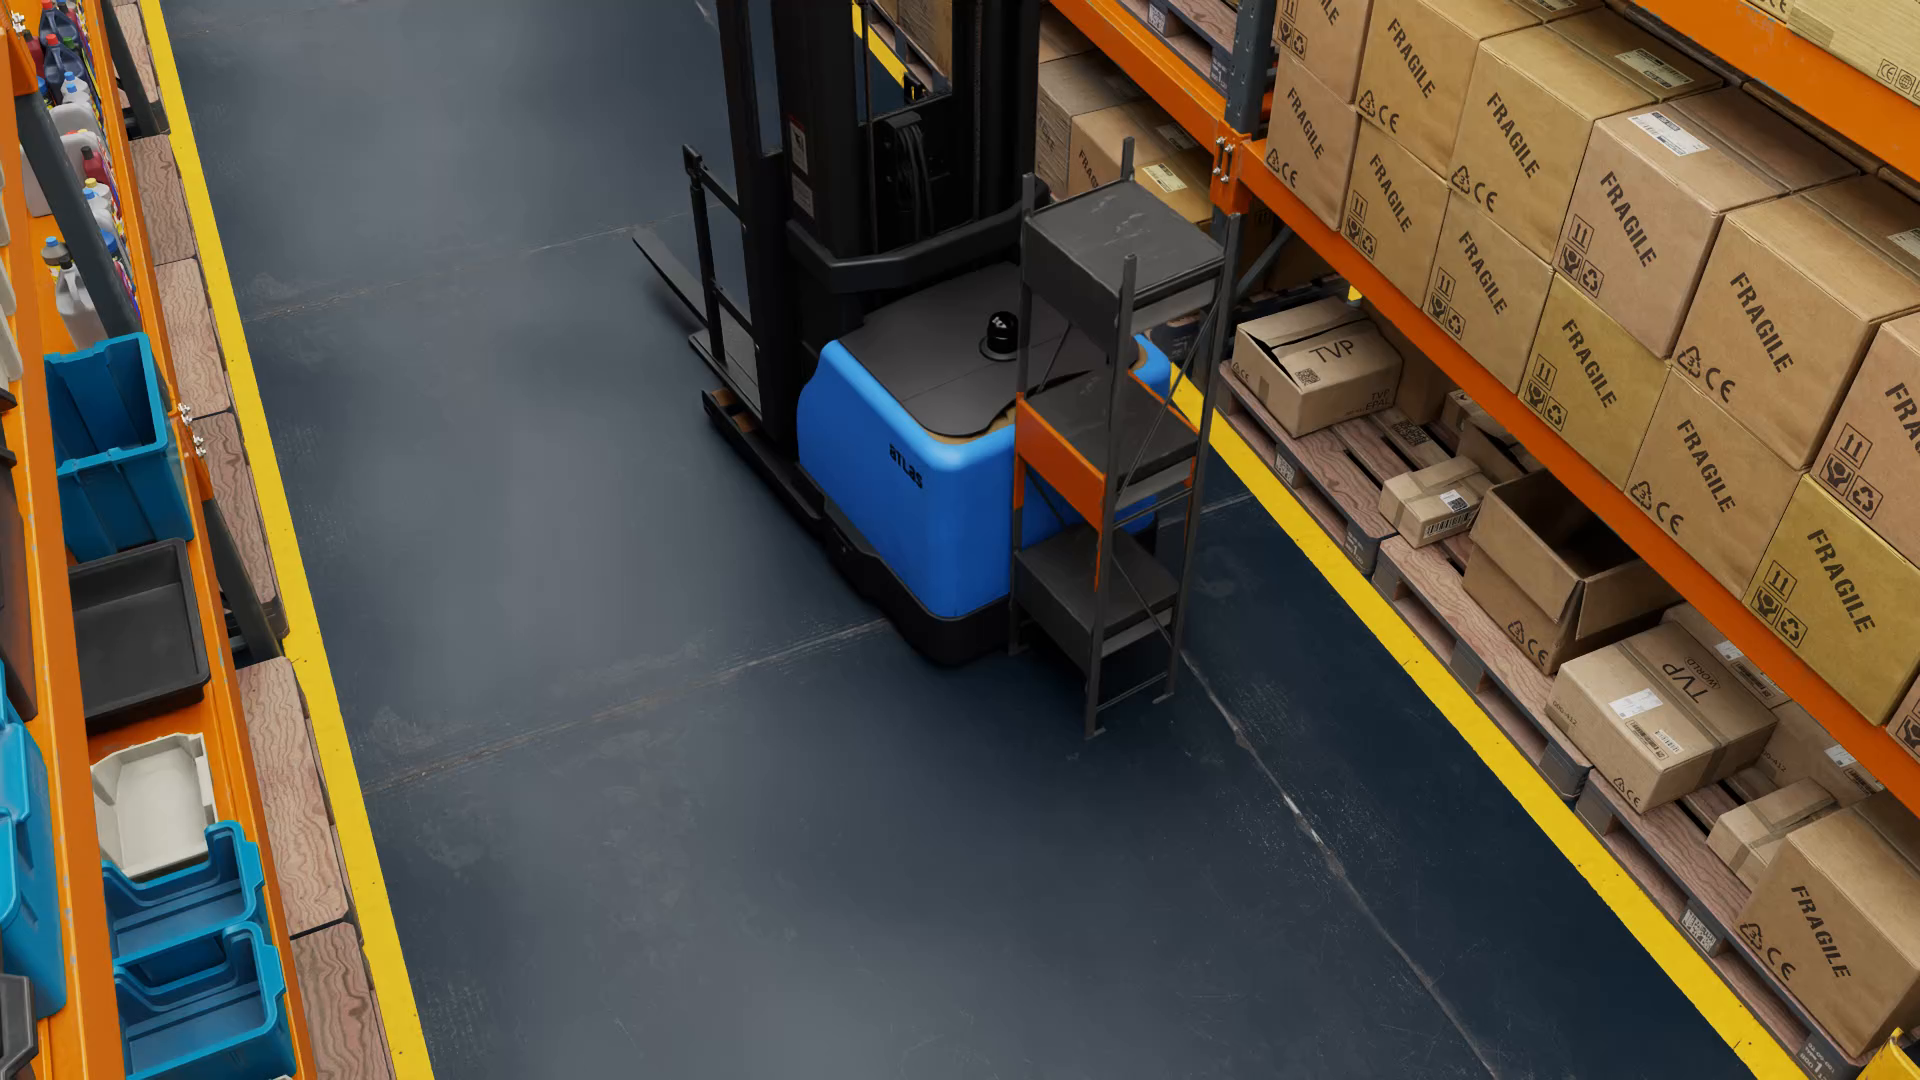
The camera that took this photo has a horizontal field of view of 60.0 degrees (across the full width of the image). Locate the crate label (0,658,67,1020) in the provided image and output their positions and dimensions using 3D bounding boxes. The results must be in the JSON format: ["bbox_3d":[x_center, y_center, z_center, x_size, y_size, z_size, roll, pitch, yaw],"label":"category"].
[{"bbox_3d":[-1.393,0.422,2.157,0.408,0.251,0.502,-18,47,-17],"label":"crate label"}]

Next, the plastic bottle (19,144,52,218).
[{"bbox_3d":[-3.357,-1.337,6.058,0.152,0.276,0.135,-18,47,-17],"label":"plastic bottle"}]

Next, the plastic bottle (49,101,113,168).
[{"bbox_3d":[-3.316,-1.530,6.253,0.152,0.276,0.135,-18,47,-17],"label":"plastic bottle"}]

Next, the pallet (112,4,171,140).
[{"bbox_3d":[-4.953,-2.490,9.123,1.003,0.211,1.213,-18,47,-17],"label":"pallet"}]

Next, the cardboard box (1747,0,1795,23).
[{"bbox_3d":[2.124,-1.564,4.170,0.500,0.250,0.500,-18,47,-17],"label":"cardboard box"}]

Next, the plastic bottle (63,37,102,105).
[{"bbox_3d":[-3.491,-1.873,6.596,0.061,0.283,0.133,-18,47,-17],"label":"plastic bottle"}]

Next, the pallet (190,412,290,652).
[{"bbox_3d":[-3.267,0.060,6.539,1.003,0.211,1.213,-18,47,-17],"label":"pallet"}]

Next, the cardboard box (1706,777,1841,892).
[{"bbox_3d":[2.657,0.954,5.352,0.380,0.166,0.250,-18,47,-17],"label":"cardboard box"}]

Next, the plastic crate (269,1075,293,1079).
[{"bbox_3d":[-1.449,1.277,3.465,0.250,0.136,0.298,-18,47,-17],"label":"plastic crate"}]

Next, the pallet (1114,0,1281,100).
[{"bbox_3d":[1.279,-2.362,7.145,1.003,0.211,1.213,-18,47,-17],"label":"pallet"}]

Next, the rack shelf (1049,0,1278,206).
[{"bbox_3d":[0.675,-2.907,8.073,1.077,0.370,4.000,-18,47,-17],"label":"rack shelf"}]

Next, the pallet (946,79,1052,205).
[{"bbox_3d":[0.622,-2.182,8.811,1.003,0.211,1.213,-18,47,-17],"label":"pallet"}]

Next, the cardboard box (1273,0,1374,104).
[{"bbox_3d":[1.458,-1.897,5.754,0.500,0.500,0.500,-17,47,-16],"label":"cardboard box"}]

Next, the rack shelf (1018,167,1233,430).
[{"bbox_3d":[0.487,-0.731,5.018,0.431,0.518,0.480,-25,50,-23],"label":"rack shelf"}]

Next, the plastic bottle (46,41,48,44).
[{"bbox_3d":[-3.546,-1.855,6.578,0.061,0.283,0.133,-18,47,-17],"label":"plastic bottle"}]

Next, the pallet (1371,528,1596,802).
[{"bbox_3d":[2.320,0.320,6.275,1.003,0.211,1.213,-18,47,-17],"label":"pallet"}]

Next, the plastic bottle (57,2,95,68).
[{"bbox_3d":[-3.624,-2.076,6.801,0.061,0.283,0.133,-18,47,-17],"label":"plastic bottle"}]

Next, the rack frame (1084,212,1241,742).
[{"bbox_3d":[0.621,-0.099,5.355,0.400,2.100,0.015,-25,50,-23],"label":"rack frame"}]

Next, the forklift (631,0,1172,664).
[{"bbox_3d":[-0.459,-1.592,6.277,1.130,2.935,3.031,-25,50,-23],"label":"forklift"}]

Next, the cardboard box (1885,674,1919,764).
[{"bbox_3d":[2.762,0.419,4.118,0.500,0.500,0.500,-17,47,-16],"label":"cardboard box"}]

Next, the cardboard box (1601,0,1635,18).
[{"bbox_3d":[2.181,-1.709,5.563,0.500,0.500,0.500,-19,48,-18],"label":"cardboard box"}]

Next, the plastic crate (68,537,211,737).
[{"bbox_3d":[-2.266,0.282,4.482,0.437,0.125,0.590,-18,47,-17],"label":"plastic crate"}]

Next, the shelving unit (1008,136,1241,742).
[{"bbox_3d":[0.487,-0.242,5.500,0.431,2.100,0.503,-25,50,-23],"label":"shelving unit"}]

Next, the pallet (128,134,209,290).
[{"bbox_3d":[-4.293,-1.495,8.115,1.003,0.211,1.213,-18,47,-17],"label":"pallet"}]

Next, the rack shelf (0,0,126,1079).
[{"bbox_3d":[-2.139,0.034,2.956,1.077,0.370,4.000,-18,47,-17],"label":"rack shelf"}]

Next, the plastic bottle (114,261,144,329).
[{"bbox_3d":[-2.804,-0.832,5.540,0.061,0.283,0.133,-18,47,-17],"label":"plastic bottle"}]

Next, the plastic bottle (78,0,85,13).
[{"bbox_3d":[-3.853,-2.363,7.151,0.097,0.201,0.097,0,45,0],"label":"plastic bottle"}]

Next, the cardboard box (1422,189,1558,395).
[{"bbox_3d":[1.909,-0.874,5.429,0.500,0.500,0.500,-18,47,-18],"label":"cardboard box"}]

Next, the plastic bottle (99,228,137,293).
[{"bbox_3d":[-2.910,-0.958,5.676,0.097,0.271,0.097,0,45,0],"label":"plastic bottle"}]

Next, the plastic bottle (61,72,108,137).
[{"bbox_3d":[-3.381,-1.672,6.401,0.097,0.271,0.097,0,45,0],"label":"plastic bottle"}]

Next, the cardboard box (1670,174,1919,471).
[{"bbox_3d":[2.325,-0.585,4.424,0.500,0.500,0.500,-17,47,-16],"label":"cardboard box"}]

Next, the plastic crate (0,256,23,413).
[{"bbox_3d":[-1.950,-0.409,2.977,0.437,0.282,0.530,-18,47,-17],"label":"plastic crate"}]

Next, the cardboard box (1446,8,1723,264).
[{"bbox_3d":[1.891,-1.241,5.089,0.500,0.500,0.500,-19,48,-19],"label":"cardboard box"}]

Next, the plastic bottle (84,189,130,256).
[{"bbox_3d":[-3.007,-1.105,5.826,0.097,0.271,0.097,0,45,0],"label":"plastic bottle"}]

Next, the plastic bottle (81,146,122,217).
[{"bbox_3d":[-3.121,-1.313,6.028,0.061,0.283,0.133,-18,47,-17],"label":"plastic bottle"}]

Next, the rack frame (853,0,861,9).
[{"bbox_3d":[-0.166,-4.438,9.112,1.000,3.000,0.127,-18,47,-17],"label":"rack frame"}]

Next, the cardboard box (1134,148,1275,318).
[{"bbox_3d":[1.048,-1.386,7.485,0.500,0.500,0.500,-18,47,-18],"label":"cardboard box"}]

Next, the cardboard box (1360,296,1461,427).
[{"bbox_3d":[2.012,-0.877,6.969,0.500,0.500,0.500,-18,47,-17],"label":"cardboard box"}]

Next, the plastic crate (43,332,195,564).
[{"bbox_3d":[-2.475,-0.247,4.834,0.392,0.384,0.575,-18,47,-17],"label":"plastic crate"}]

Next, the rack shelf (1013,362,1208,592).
[{"bbox_3d":[0.487,-0.232,5.510,0.431,0.518,0.480,-25,50,-23],"label":"rack shelf"}]

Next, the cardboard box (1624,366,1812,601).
[{"bbox_3d":[2.336,-0.230,4.776,0.500,0.500,0.500,-18,47,-17],"label":"cardboard box"}]

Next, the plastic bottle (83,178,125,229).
[{"bbox_3d":[-3.089,-1.205,5.977,0.097,0.201,0.097,0,45,0],"label":"plastic bottle"}]

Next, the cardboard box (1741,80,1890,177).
[{"bbox_3d":[2.603,-1.067,4.912,0.500,0.500,0.500,-18,48,-18],"label":"cardboard box"}]

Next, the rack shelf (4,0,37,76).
[{"bbox_3d":[-3.821,-2.515,5.539,1.077,0.370,4.000,-18,47,-17],"label":"rack shelf"}]

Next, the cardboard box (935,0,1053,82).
[{"bbox_3d":[0.197,-2.677,8.794,0.500,0.500,0.500,-19,48,-18],"label":"cardboard box"}]

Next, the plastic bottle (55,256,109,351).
[{"bbox_3d":[-2.851,-0.757,5.416,0.144,0.351,0.185,-18,47,-17],"label":"plastic bottle"}]

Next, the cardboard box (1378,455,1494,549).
[{"bbox_3d":[1.868,-0.157,6.478,0.380,0.166,0.250,-18,47,-17],"label":"cardboard box"}]

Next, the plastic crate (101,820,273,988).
[{"bbox_3d":[-1.783,0.874,3.805,0.416,0.233,0.300,-18,47,-17],"label":"plastic crate"}]

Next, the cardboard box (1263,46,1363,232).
[{"bbox_3d":[1.483,-1.519,6.083,0.500,0.500,0.500,-17,47,-16],"label":"cardboard box"}]

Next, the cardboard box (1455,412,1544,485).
[{"bbox_3d":[2.328,-0.331,6.551,0.500,0.311,0.500,-18,47,-17],"label":"cardboard box"}]

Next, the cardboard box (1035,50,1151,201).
[{"bbox_3d":[0.637,-2.023,8.131,0.500,0.500,0.500,-17,47,-17],"label":"cardboard box"}]

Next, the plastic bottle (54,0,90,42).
[{"bbox_3d":[-3.730,-2.177,6.962,0.097,0.201,0.097,0,45,0],"label":"plastic bottle"}]

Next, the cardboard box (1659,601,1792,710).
[{"bbox_3d":[2.806,0.415,5.839,0.500,0.250,0.500,-18,47,-17],"label":"cardboard box"}]

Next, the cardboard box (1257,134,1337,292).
[{"bbox_3d":[1.533,-1.536,7.638,0.500,0.500,0.500,-20,48,-19],"label":"cardboard box"}]

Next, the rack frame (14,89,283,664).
[{"bbox_3d":[-2.980,-0.429,5.049,1.000,3.000,0.127,-18,47,-17],"label":"rack frame"}]

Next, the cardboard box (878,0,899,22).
[{"bbox_3d":[-0.234,-3.330,9.456,0.500,0.500,0.500,-16,47,-16],"label":"cardboard box"}]

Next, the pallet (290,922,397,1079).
[{"bbox_3d":[-2.119,1.800,4.776,1.003,0.211,1.213,-18,47,-17],"label":"pallet"}]
